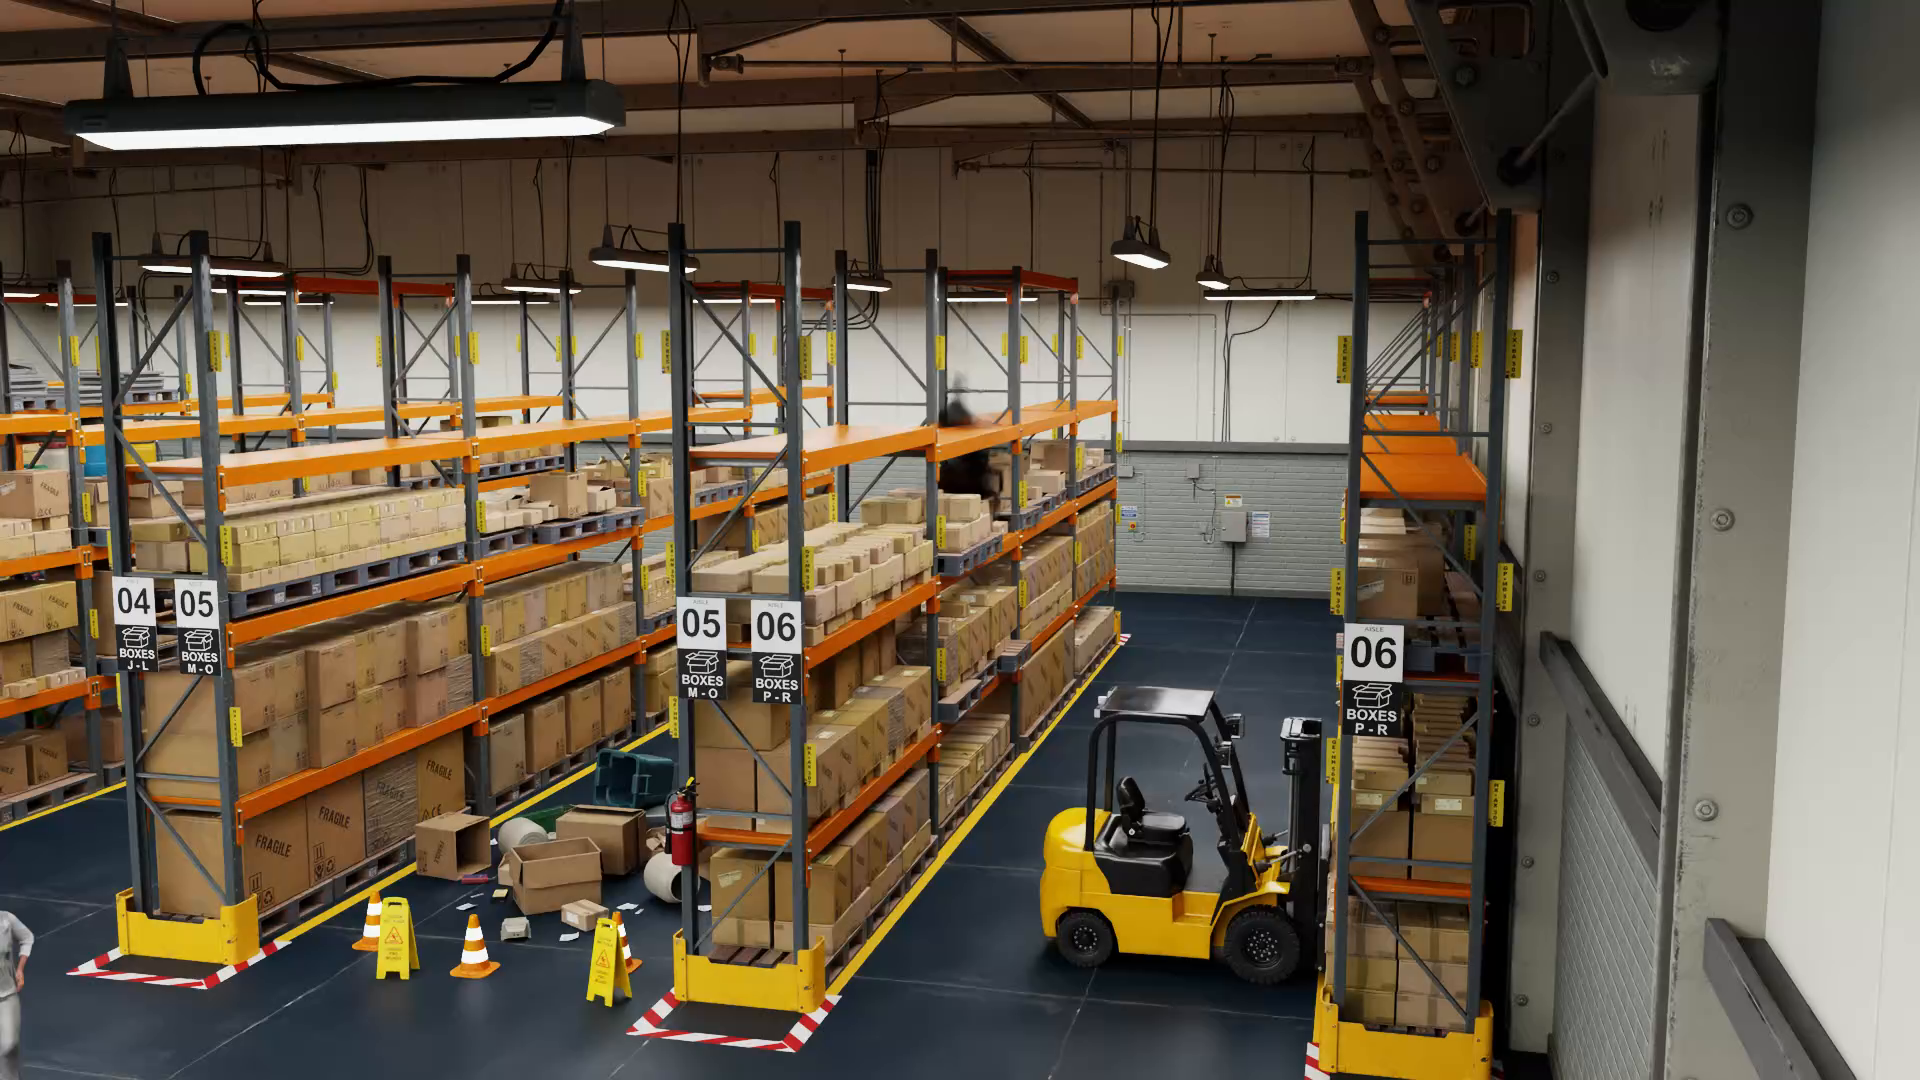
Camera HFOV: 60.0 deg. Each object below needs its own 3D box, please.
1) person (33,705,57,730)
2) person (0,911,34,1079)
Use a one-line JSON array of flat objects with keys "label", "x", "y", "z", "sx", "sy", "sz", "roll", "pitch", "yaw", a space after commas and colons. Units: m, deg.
[{"label": "person", "x": -11.533, "y": 1.758, "z": 20.872, "sx": 0.653, "sy": 1.750, "sz": 0.720, "roll": 0, "pitch": 7, "yaw": 1}, {"label": "person", "x": -6.389, "y": 3.048, "z": 10.977, "sx": 0.515, "sy": 1.604, "sz": 0.625, "roll": -4, "pitch": 8, "yaw": -28}]
